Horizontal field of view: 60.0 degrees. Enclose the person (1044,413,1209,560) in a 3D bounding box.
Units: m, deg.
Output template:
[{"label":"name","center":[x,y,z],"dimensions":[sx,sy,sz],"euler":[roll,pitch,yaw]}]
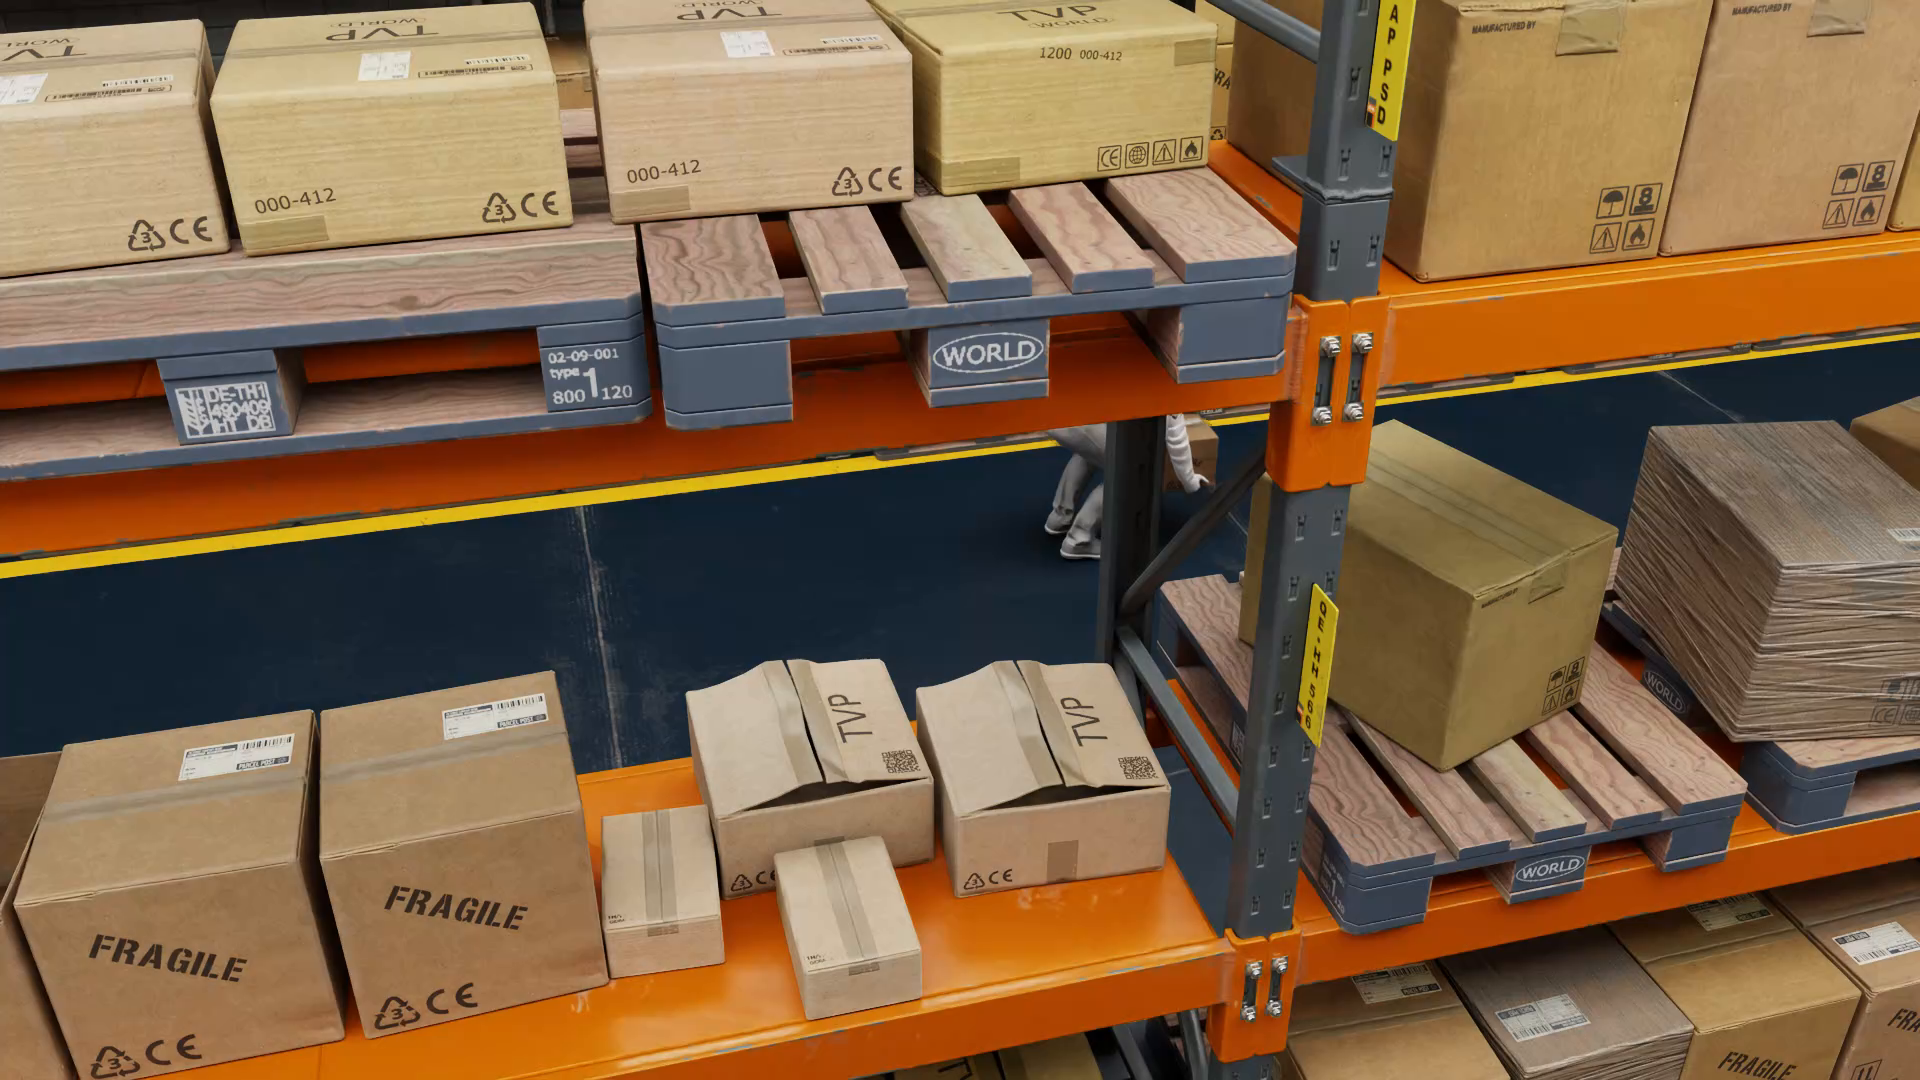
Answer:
[{"label":"person","center":[0.746,-0.472,7.535],"dimensions":[0.921,1.058,0.455],"euler":[-9,32,-16]}]
